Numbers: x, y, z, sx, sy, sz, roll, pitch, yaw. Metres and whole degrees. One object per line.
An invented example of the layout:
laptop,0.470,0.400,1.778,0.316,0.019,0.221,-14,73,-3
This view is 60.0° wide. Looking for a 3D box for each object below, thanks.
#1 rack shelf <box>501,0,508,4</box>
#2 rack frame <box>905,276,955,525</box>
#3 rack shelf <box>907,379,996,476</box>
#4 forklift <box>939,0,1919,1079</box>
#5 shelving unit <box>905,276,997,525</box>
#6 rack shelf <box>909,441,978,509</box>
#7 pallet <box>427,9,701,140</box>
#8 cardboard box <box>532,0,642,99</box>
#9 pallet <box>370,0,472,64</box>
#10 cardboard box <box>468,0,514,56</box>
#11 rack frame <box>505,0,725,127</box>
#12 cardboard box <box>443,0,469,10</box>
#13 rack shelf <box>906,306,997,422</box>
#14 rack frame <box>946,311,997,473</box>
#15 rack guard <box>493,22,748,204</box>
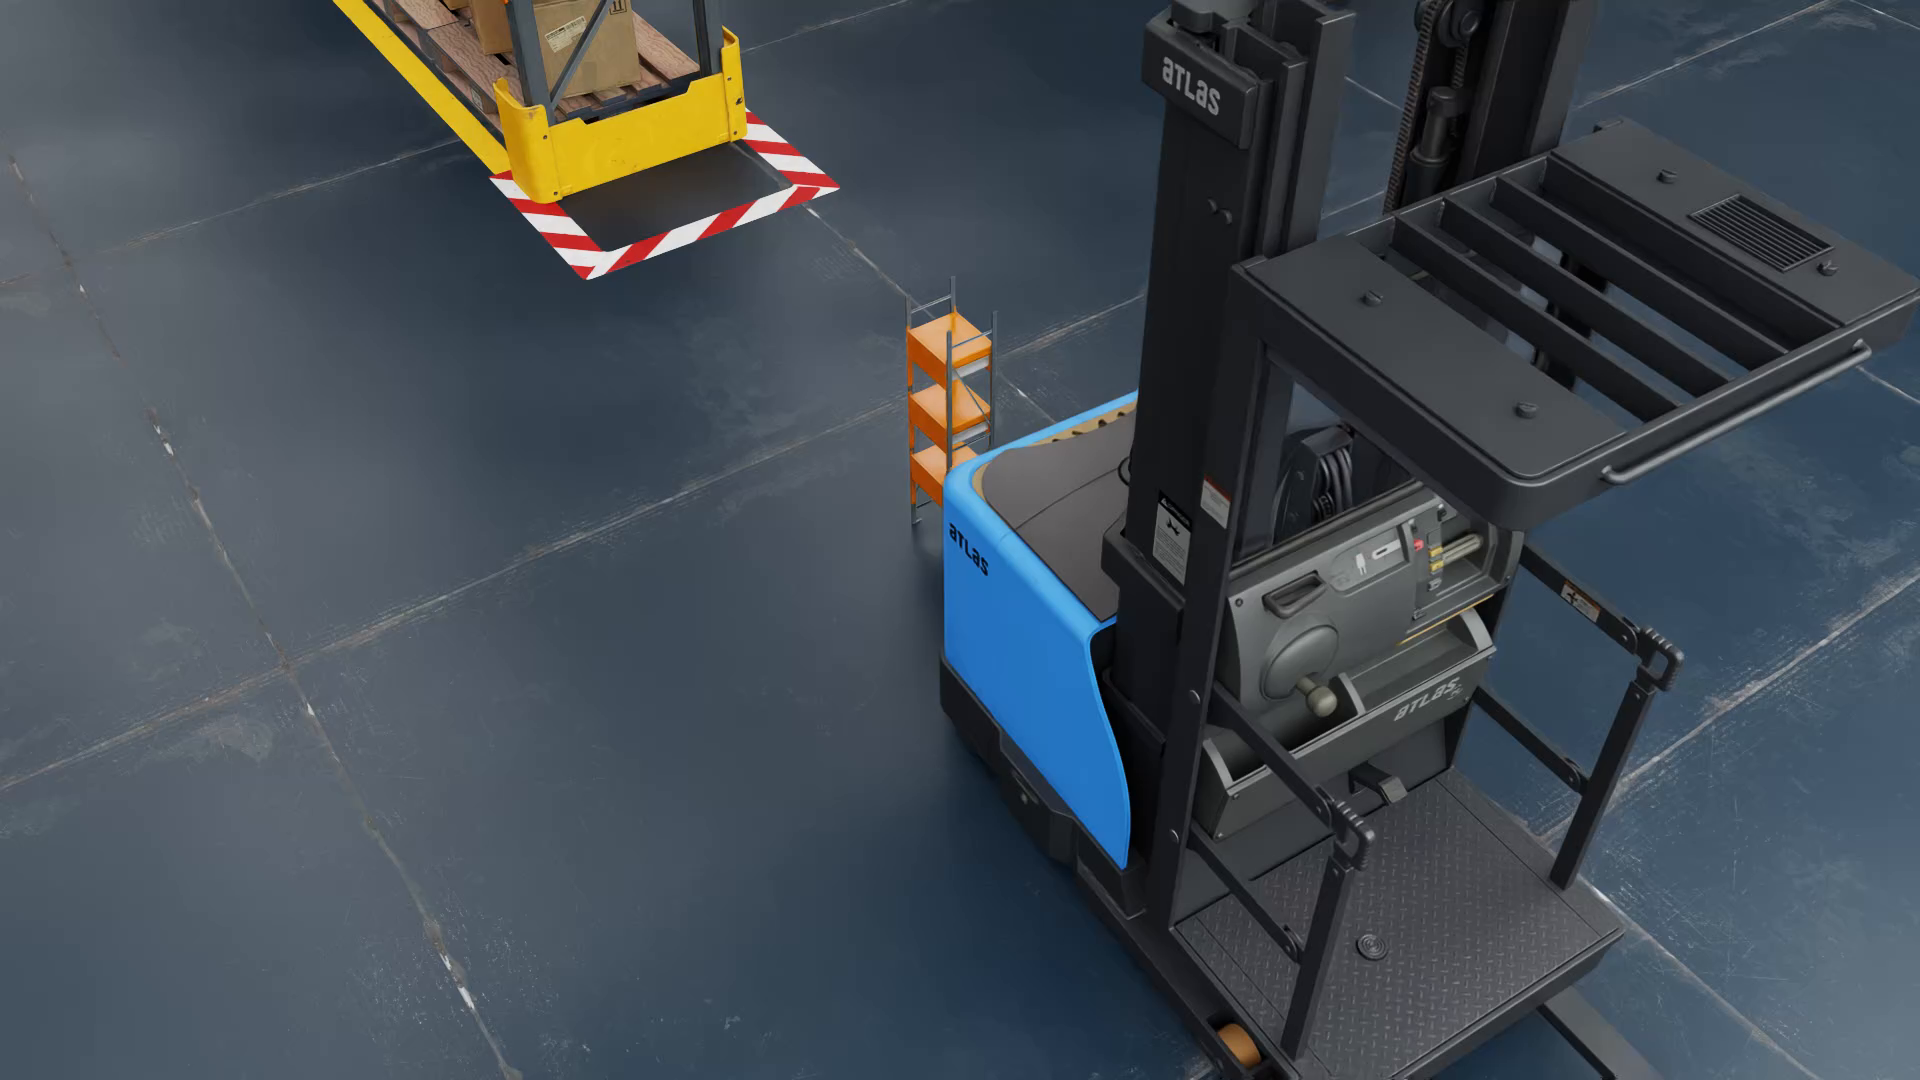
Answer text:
rack shelf,-2.726,-3.828,8.608,1.077,0.370,4.000,-26,49,-24
rack frame,-0.100,-0.479,5.992,0.200,1.050,0.008,-26,49,-24
rack shelf,-0.031,-0.402,5.927,0.215,0.259,0.240,-26,49,-24
forklift,1.142,0.196,3.923,1.130,2.935,3.031,-23,48,-23
shelving unit,-0.031,-0.410,5.919,0.215,1.050,0.252,-26,49,-24
rack shelf,-0.031,-0.201,6.118,0.215,0.259,0.240,-26,49,-24
pallet,-2.061,-2.464,8.678,1.003,0.211,1.213,-26,49,-24
cardboard box,-1.925,-2.563,8.269,0.500,0.500,0.500,-17,46,-17
pallet,-2.755,-3.154,9.401,1.003,0.211,1.213,-26,49,-24
cardboard box,-2.295,-2.888,8.609,0.500,0.500,0.500,-14,45,-14
rack frame,-1.582,-2.955,7.173,1.000,3.000,0.127,-26,49,-24
cardboard box,-2.638,-3.250,8.988,0.500,0.500,0.500,-21,48,-21
rack shelf,-0.031,-0.608,5.731,0.215,0.259,0.240,-26,49,-24
rack frame,0.039,-0.341,5.847,0.200,1.050,0.008,-26,49,-24
rack guard,-1.625,-2.094,8.081,1.175,0.500,0.348,-26,49,-24
